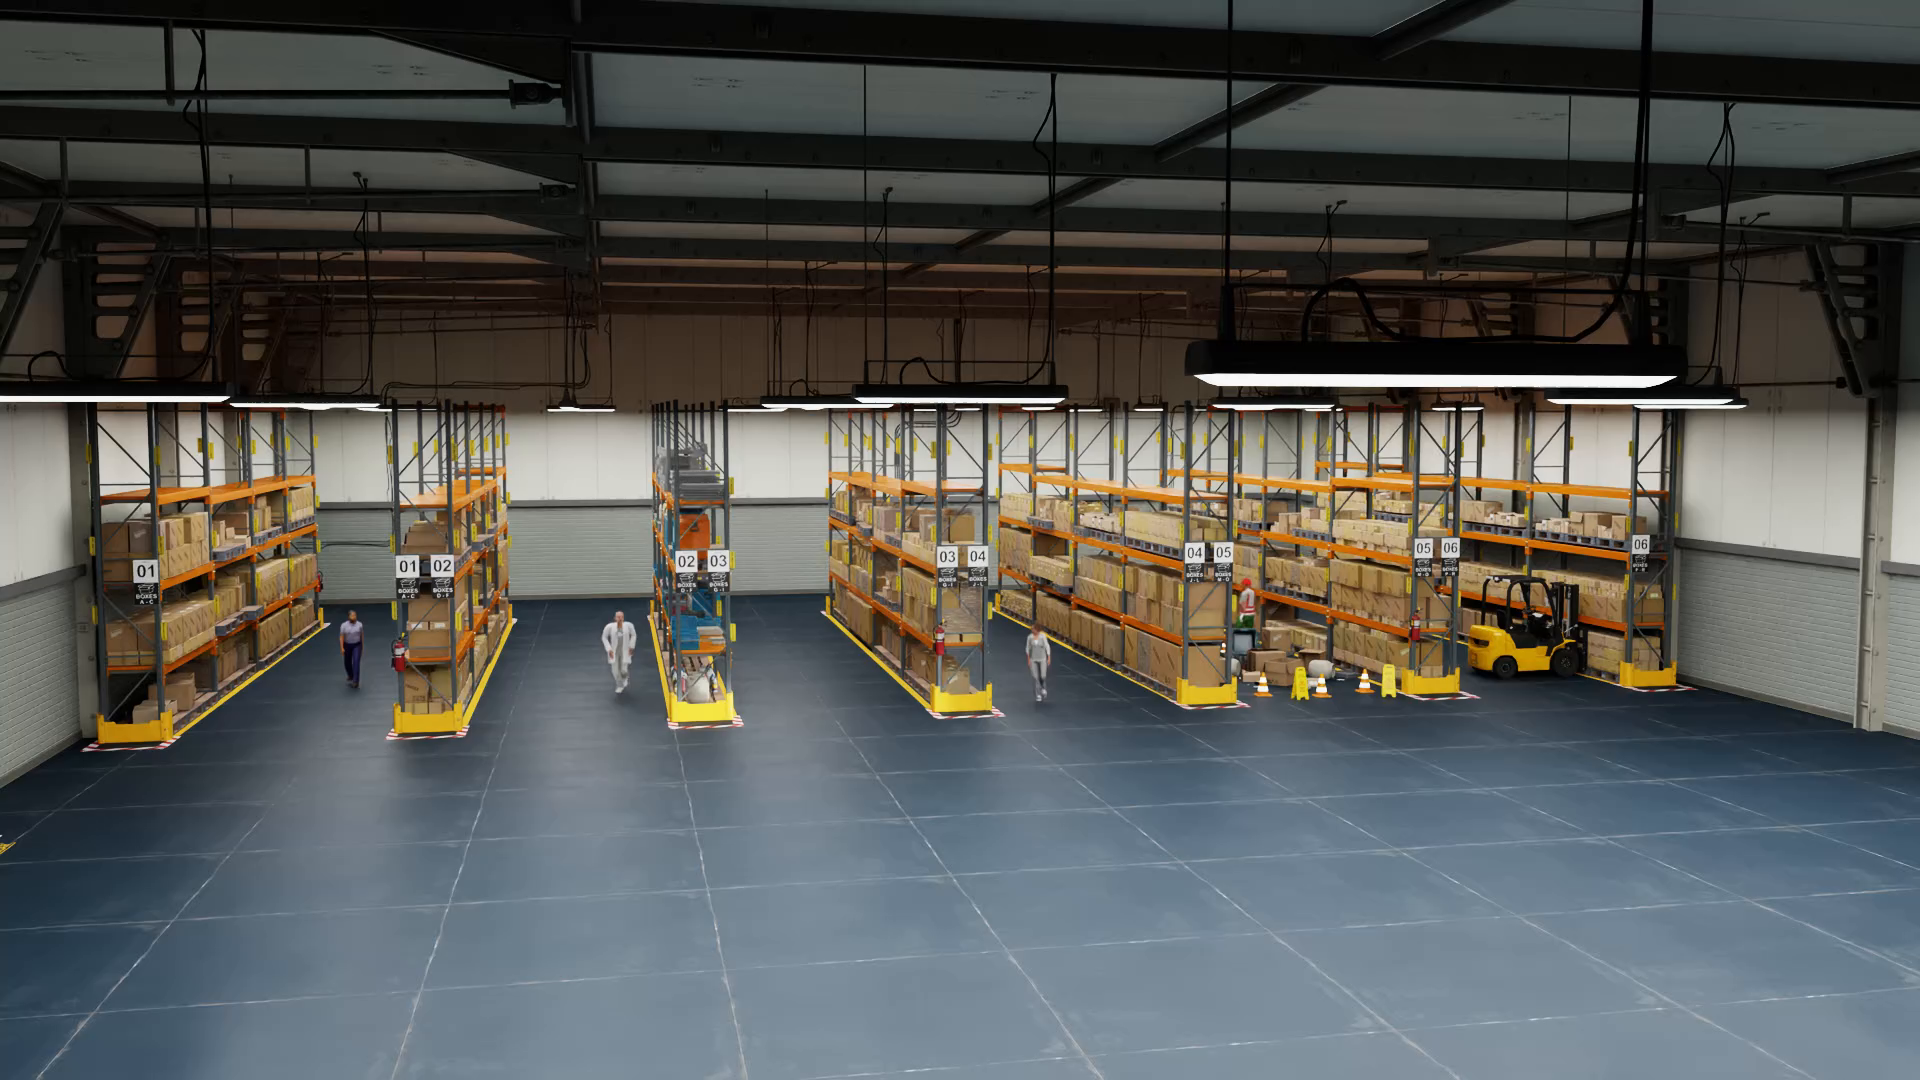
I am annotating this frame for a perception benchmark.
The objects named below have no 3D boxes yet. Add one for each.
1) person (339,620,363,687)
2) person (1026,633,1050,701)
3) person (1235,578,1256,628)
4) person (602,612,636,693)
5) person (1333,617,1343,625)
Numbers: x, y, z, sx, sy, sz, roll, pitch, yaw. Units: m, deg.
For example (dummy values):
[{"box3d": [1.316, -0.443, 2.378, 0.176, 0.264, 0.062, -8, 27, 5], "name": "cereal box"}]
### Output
[{"box3d": [-12.833, 2.363, 35.083, 0.450, 1.392, 1.043, -1, 4, -12], "name": "person"}, {"box3d": [1.569, 2.535, 33.369, 0.489, 1.366, 0.455, 1, 4, 11], "name": "person"}, {"box3d": [6.920, 1.814, 40.008, 0.539, 1.791, 0.467, -4, 6, -44], "name": "person"}, {"box3d": [-7.028, 2.300, 34.306, 0.689, 1.698, 0.615, -1, 4, -7], "name": "person"}, {"box3d": [9.814, 1.648, 42.585, 0.600, 1.751, 0.634, -3, 5, -36], "name": "person"}]
